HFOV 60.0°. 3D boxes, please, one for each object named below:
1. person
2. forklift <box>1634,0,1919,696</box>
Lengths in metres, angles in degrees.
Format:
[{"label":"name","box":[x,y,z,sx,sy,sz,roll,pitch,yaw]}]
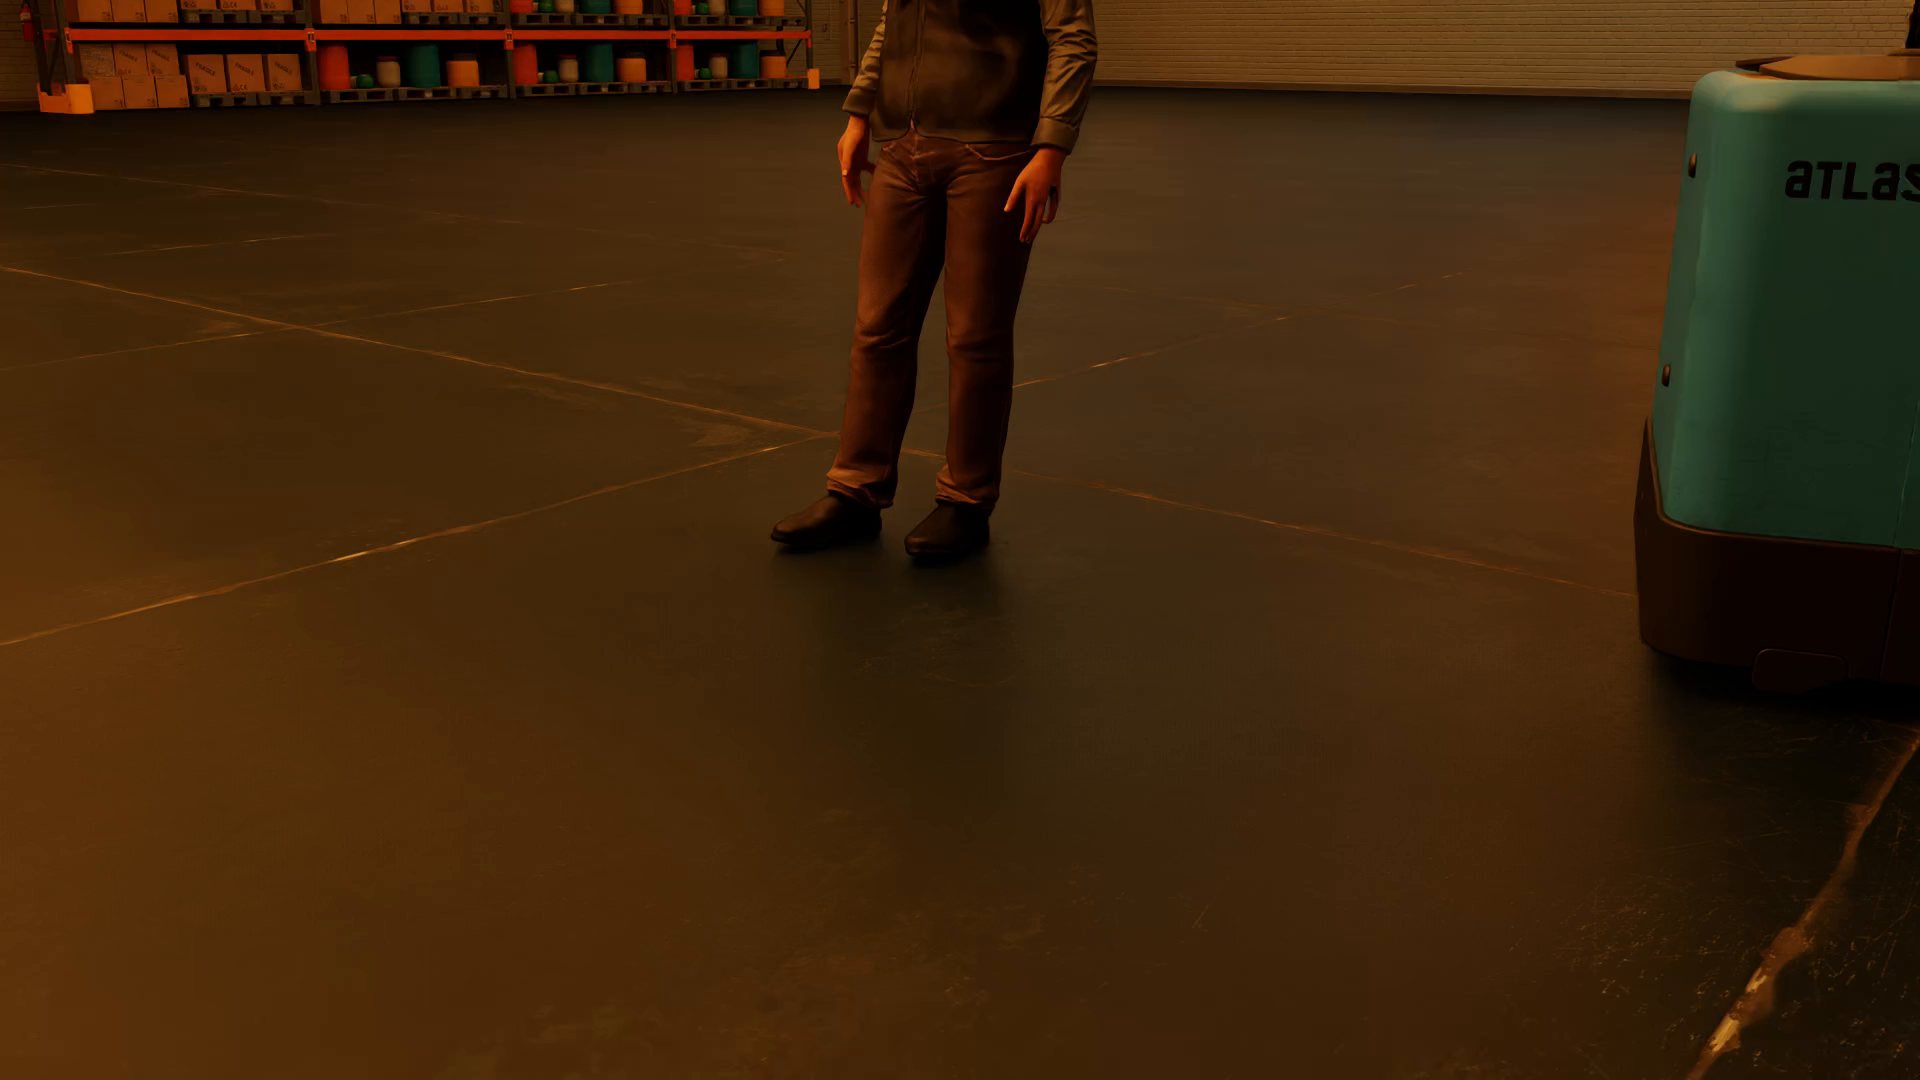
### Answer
[{"label":"person","box":[-0.046,-0.818,3.649,0.632,1.720,0.568,13,21,37]},{"label":"forklift","box":[2.836,-1.115,2.568,3.031,2.935,1.130,6,18,19]}]
